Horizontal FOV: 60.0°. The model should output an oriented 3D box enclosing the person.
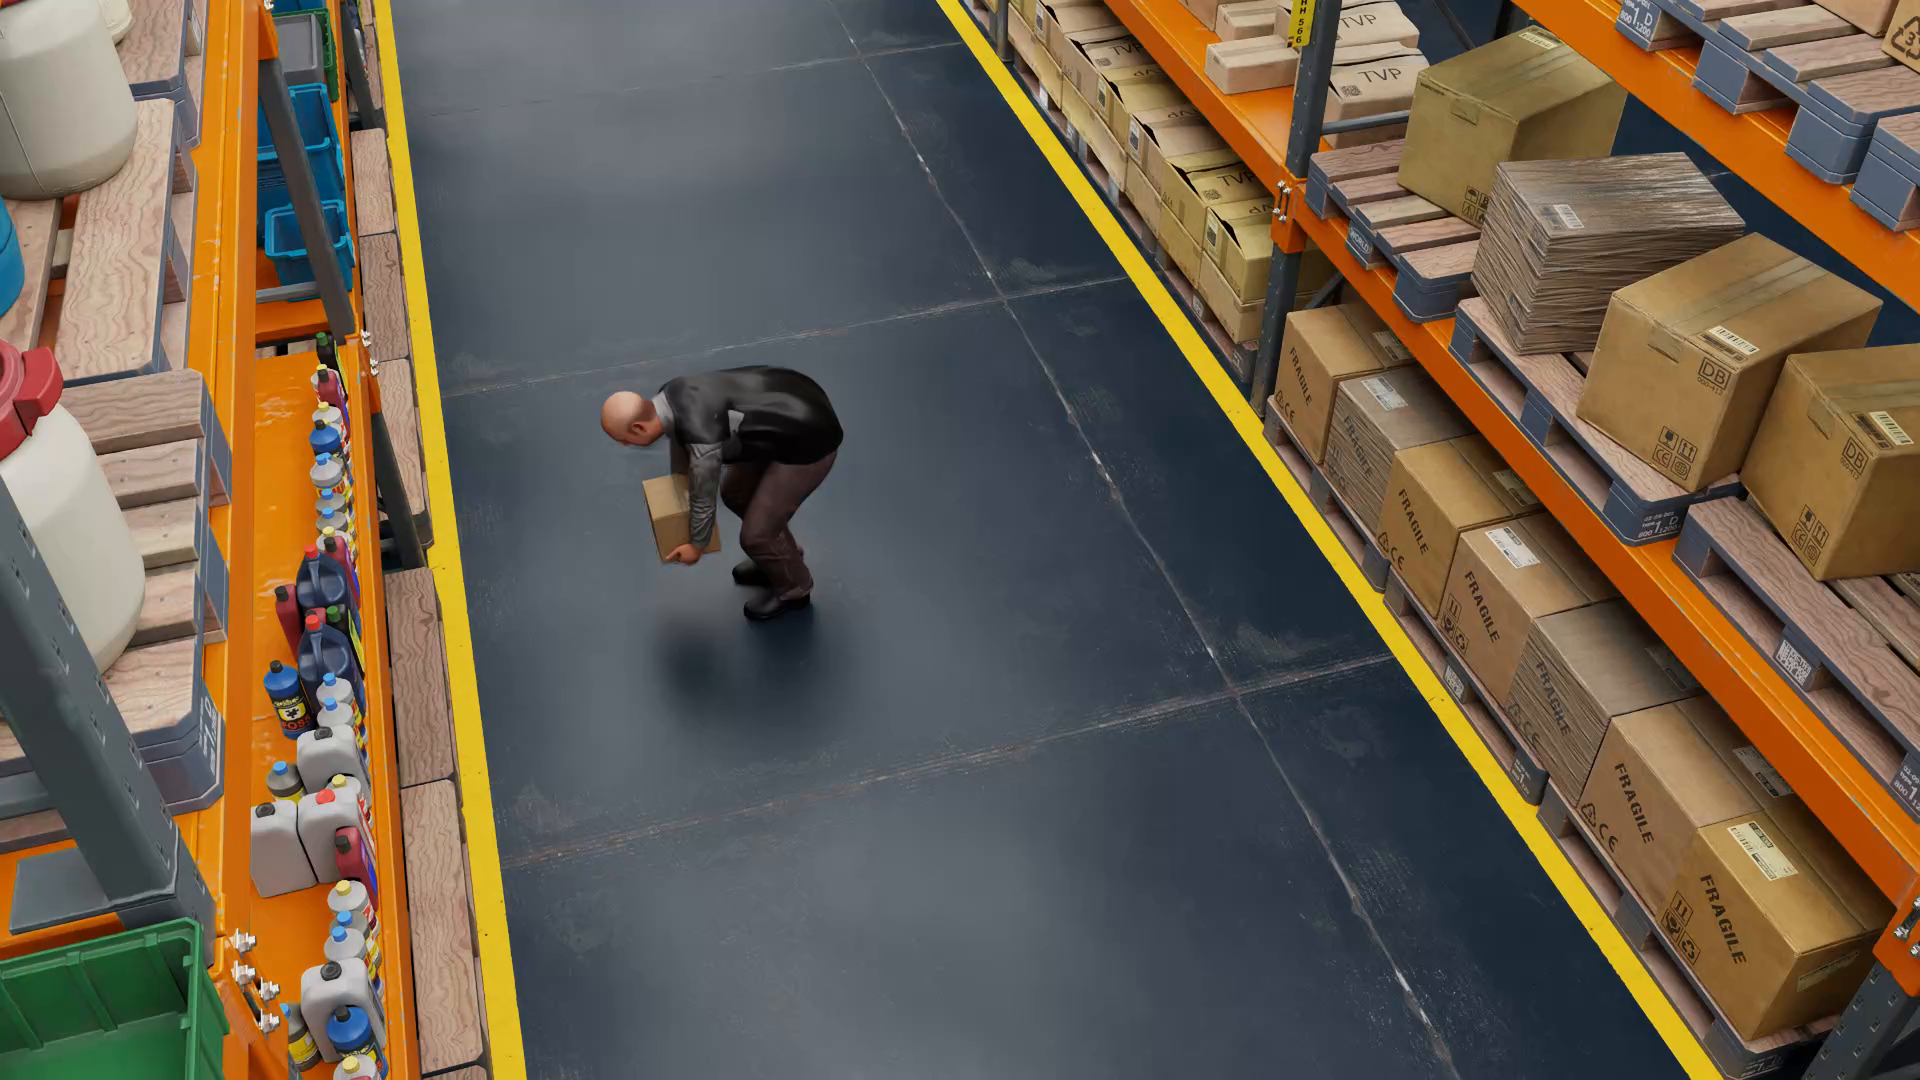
[{"bbox_3d":[-0.935,-0.189,6.792,0.931,1.184,0.475,-13,44,-15],"label":"person"}]
